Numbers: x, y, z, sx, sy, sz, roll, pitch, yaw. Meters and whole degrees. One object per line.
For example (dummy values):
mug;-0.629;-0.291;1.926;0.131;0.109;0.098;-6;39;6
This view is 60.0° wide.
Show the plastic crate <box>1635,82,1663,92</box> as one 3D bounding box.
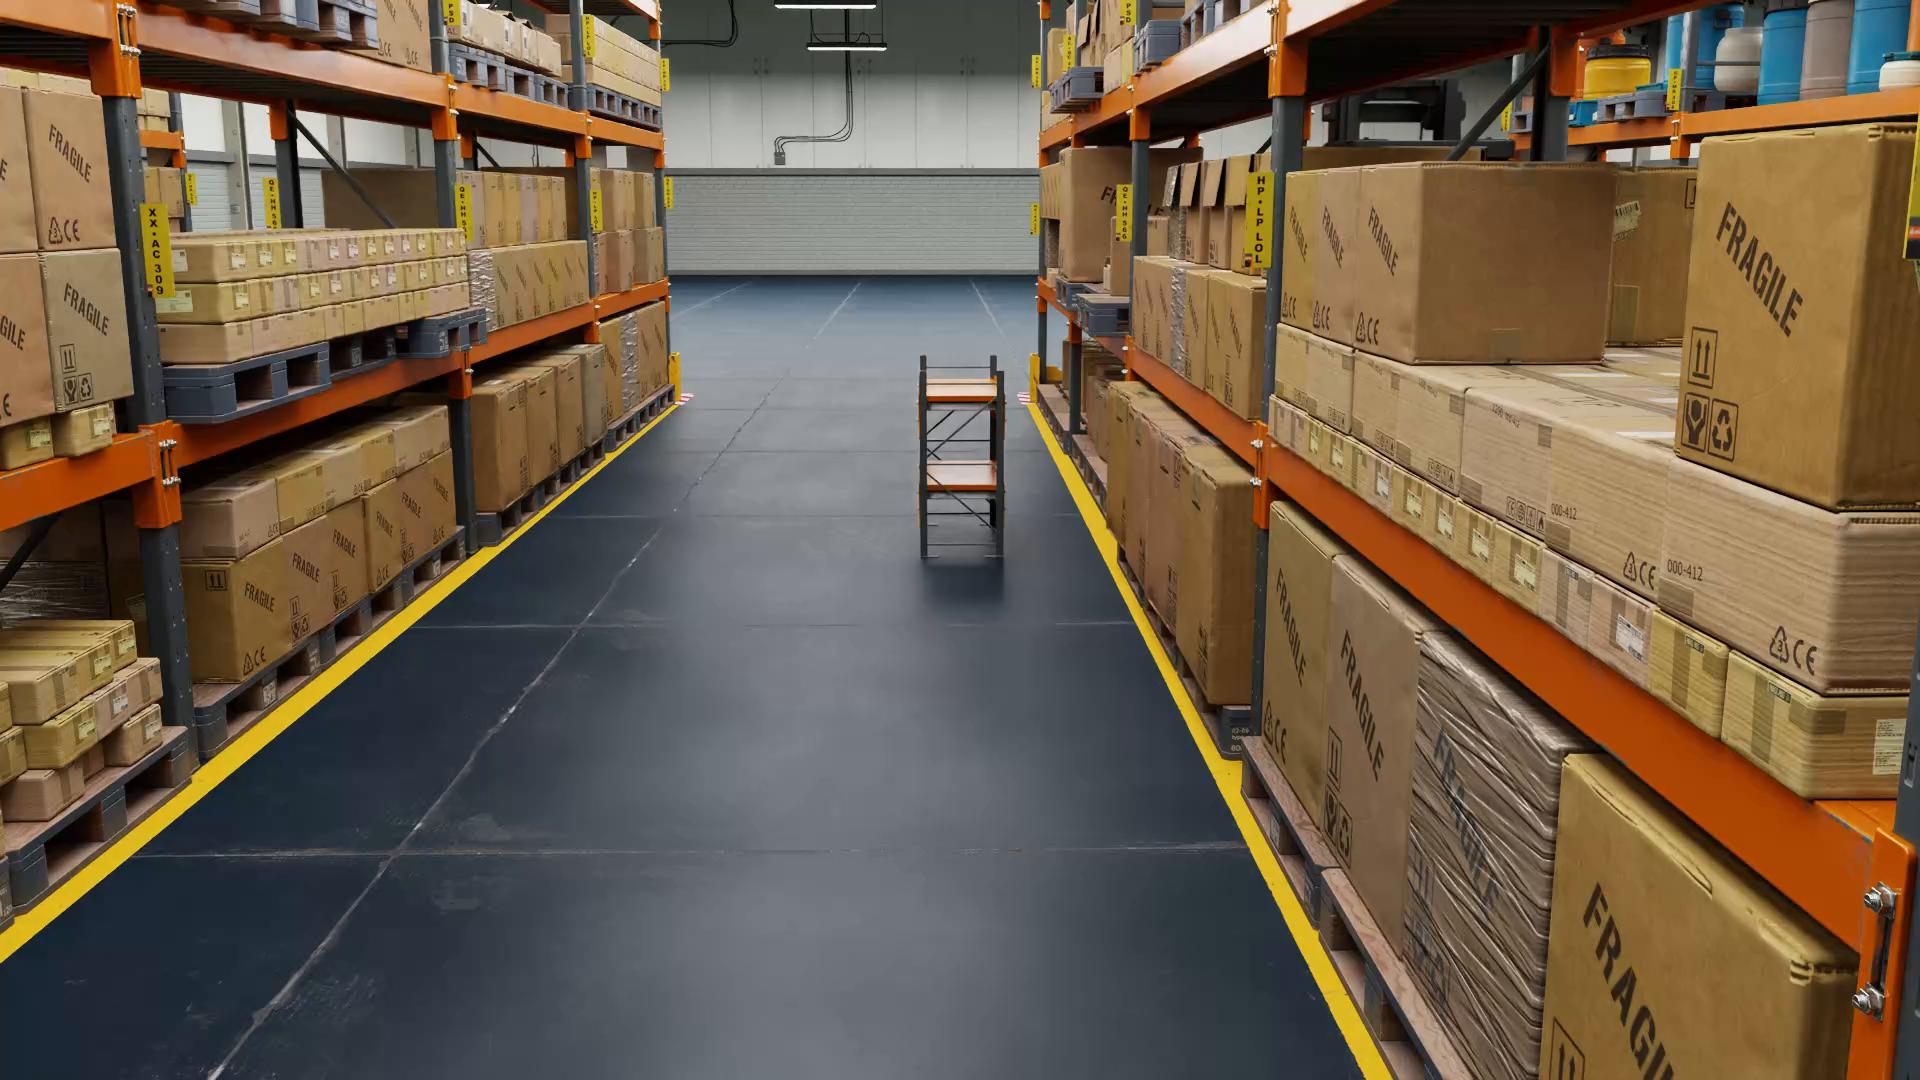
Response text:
plastic crate;6.633;-4.081;15.624;0.392;0.384;0.575;0;11;-1

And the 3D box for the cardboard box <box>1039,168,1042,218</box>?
cardboard box;1.080;-3.550;16.999;0.500;0.500;0.500;0;11;-1

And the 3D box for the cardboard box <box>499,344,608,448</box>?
cardboard box;-3.435;-1.161;13.338;1.050;0.750;0.750;0;11;-1

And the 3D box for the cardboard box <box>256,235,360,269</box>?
cardboard box;-2.948;-1.302;7.510;0.380;0.149;0.250;0;11;1

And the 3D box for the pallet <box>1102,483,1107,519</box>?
pallet;1.492;-0.174;10.887;1.003;0.211;1.213;0;11;-1

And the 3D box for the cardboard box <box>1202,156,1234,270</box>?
cardboard box;1.536;-1.518;7.722;0.797;0.503;0.637;0;11;1

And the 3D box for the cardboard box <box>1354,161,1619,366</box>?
cardboard box;1.361;-0.733;4.369;0.500;0.500;0.500;-1;11;-3

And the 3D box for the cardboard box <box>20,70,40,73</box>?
cardboard box;-8.174;-4.098;14.297;0.380;0.149;0.250;0;11;-2

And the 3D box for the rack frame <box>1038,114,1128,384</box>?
rack frame;1.341;-2.976;17.683;1.000;3.000;0.127;0;11;-1

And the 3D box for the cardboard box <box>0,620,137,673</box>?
cardboard box;-3.105;0.379;5.763;0.380;0.149;0.250;0;11;0

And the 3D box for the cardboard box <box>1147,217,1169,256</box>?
cardboard box;1.455;-1.748;10.321;0.500;0.500;0.500;-2;12;-8

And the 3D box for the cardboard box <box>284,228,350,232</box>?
cardboard box;-3.639;-1.666;9.306;0.380;0.149;0.250;0;11;-1

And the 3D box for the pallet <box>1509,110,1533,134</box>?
pallet;6.212;-4.209;16.691;1.003;0.211;1.213;0;11;-1

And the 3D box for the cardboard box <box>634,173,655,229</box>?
cardboard box;-3.548;-3.395;16.658;0.875;0.550;0.550;0;11;-1

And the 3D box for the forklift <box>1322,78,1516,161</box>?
forklift;3.031;-1.648;11.313;1.130;2.935;3.031;0;11;-1

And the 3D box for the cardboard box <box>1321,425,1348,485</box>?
cardboard box;1.281;-0.250;4.880;0.380;0.149;0.250;-1;11;-3

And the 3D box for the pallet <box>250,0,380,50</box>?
pallet;-3.303;-2.297;7.267;1.213;0.211;1.003;0;11;-1

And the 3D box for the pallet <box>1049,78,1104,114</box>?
pallet;1.330;-3.436;12.877;1.213;0.211;1.003;0;11;-1

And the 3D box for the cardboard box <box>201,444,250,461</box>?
cardboard box;-3.663;-0.293;7.802;0.500;0.250;0.500;-1;11;-4

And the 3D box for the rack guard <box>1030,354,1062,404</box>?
rack guard;1.342;-1.736;17.857;1.175;0.500;0.348;0;11;-1

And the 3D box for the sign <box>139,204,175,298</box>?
sign;-2.830;-1.018;5.856;0.100;0.325;0.005;0;11;-1

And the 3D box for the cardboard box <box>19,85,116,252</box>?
cardboard box;-3.092;-1.183;5.329;0.500;0.500;0.500;-1;11;-3

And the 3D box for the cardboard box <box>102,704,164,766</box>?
cardboard box;-3.023;0.678;5.788;0.380;0.149;0.250;0;11;0

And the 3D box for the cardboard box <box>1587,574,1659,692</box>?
cardboard box;1.324;0.157;2.875;0.380;0.149;0.250;0;11;-1

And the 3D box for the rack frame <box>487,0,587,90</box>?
rack frame;-3.537;-5.120;13.166;1.000;3.000;0.127;0;11;-1

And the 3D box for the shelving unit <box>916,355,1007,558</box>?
shelving unit;0.000;-0.550;10.441;0.538;1.125;1.048;0;11;-1

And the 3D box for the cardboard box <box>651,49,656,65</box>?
cardboard box;-3.270;-4.853;16.709;0.380;0.149;0.250;0;11;-1

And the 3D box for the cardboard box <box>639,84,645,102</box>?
cardboard box;-3.253;-4.310;16.040;0.380;0.149;0.250;0;11;-2

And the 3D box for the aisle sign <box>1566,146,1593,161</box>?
aisle sign;6.588;-4.286;17.601;0.394;0.787;0.004;0;11;-1

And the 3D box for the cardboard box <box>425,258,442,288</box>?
cardboard box;-2.974;-1.412;8.802;0.380;0.149;0.250;0;11;0

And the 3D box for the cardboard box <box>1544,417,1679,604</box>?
cardboard box;1.386;-0.064;2.957;0.500;0.250;0.500;0;11;-2

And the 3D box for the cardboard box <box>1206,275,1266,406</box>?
cardboard box;1.303;-0.830;6.853;0.500;0.500;0.500;0;11;1

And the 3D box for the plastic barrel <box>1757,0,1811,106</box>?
plastic barrel;6.603;-3.817;13.022;0.600;0.901;0.708;0;11;-1

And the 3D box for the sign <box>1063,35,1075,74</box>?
sign;0.881;-3.900;13.395;0.100;0.325;0.005;0;11;-1

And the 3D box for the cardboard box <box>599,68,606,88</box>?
cardboard box;-3.212;-3.907;14.054;0.380;0.149;0.250;0;11;-1

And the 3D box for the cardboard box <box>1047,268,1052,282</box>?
cardboard box;1.085;-2.695;16.933;0.380;0.149;0.250;0;11;-1

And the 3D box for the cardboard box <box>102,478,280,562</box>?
cardboard box;-3.123;-0.086;6.785;0.500;0.250;0.500;-1;11;-4

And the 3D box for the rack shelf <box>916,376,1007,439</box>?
rack shelf;0.000;-0.837;10.382;0.538;0.278;1.000;0;11;-1

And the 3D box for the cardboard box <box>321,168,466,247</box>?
cardboard box;-3.454;-2.014;10.173;0.700;0.500;0.500;0;11;-1

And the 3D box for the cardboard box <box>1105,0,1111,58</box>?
cardboard box;1.230;-3.444;10.936;0.500;0.500;0.500;0;11;0

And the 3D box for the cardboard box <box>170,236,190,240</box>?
cardboard box;-3.593;-1.249;7.252;0.380;0.149;0.250;-1;11;-3

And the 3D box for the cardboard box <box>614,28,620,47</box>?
cardboard box;-3.228;-4.449;14.720;0.380;0.149;0.250;0;11;-1

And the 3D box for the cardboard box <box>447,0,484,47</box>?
cardboard box;-3.250;-3.211;10.215;0.500;0.311;0.500;0;11;-1

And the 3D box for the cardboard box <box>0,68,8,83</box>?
cardboard box;-8.220;-3.771;13.687;0.500;0.250;0.500;0;11;-2

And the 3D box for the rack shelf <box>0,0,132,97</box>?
rack shelf;-3.331;-1.310;3.737;1.077;0.370;4.000;0;11;-1

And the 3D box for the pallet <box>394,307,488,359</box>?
pallet;-3.334;-1.150;9.166;1.213;0.211;1.003;0;11;-1

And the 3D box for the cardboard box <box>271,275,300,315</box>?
cardboard box;-2.934;-1.002;6.779;0.380;0.149;0.250;0;11;0

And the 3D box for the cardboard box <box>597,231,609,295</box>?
cardboard box;-3.591;-2.436;14.647;0.875;0.550;0.550;0;11;-1

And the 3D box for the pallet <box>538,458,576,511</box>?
pallet;-3.418;-0.418;12.086;1.003;0.211;1.213;0;11;-1

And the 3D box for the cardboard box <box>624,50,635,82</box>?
cardboard box;-3.302;-4.377;15.367;0.500;0.250;0.500;0;11;-1

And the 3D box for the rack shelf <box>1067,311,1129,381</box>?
rack shelf;1.465;-1.431;11.875;1.077;0.370;4.000;0;11;-1

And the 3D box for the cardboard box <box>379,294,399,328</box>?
cardboard box;-2.964;-1.117;8.095;0.380;0.149;0.250;0;11;1

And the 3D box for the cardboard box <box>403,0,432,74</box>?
cardboard box;-3.189;-2.792;8.980;0.500;0.500;0.500;0;11;-1

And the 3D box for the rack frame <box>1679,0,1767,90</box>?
rack frame;6.375;-5.141;13.267;1.000;3.000;0.127;0;11;-1

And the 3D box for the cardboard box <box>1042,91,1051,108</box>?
cardboard box;1.024;-4.460;16.829;0.380;0.149;0.250;0;11;0
